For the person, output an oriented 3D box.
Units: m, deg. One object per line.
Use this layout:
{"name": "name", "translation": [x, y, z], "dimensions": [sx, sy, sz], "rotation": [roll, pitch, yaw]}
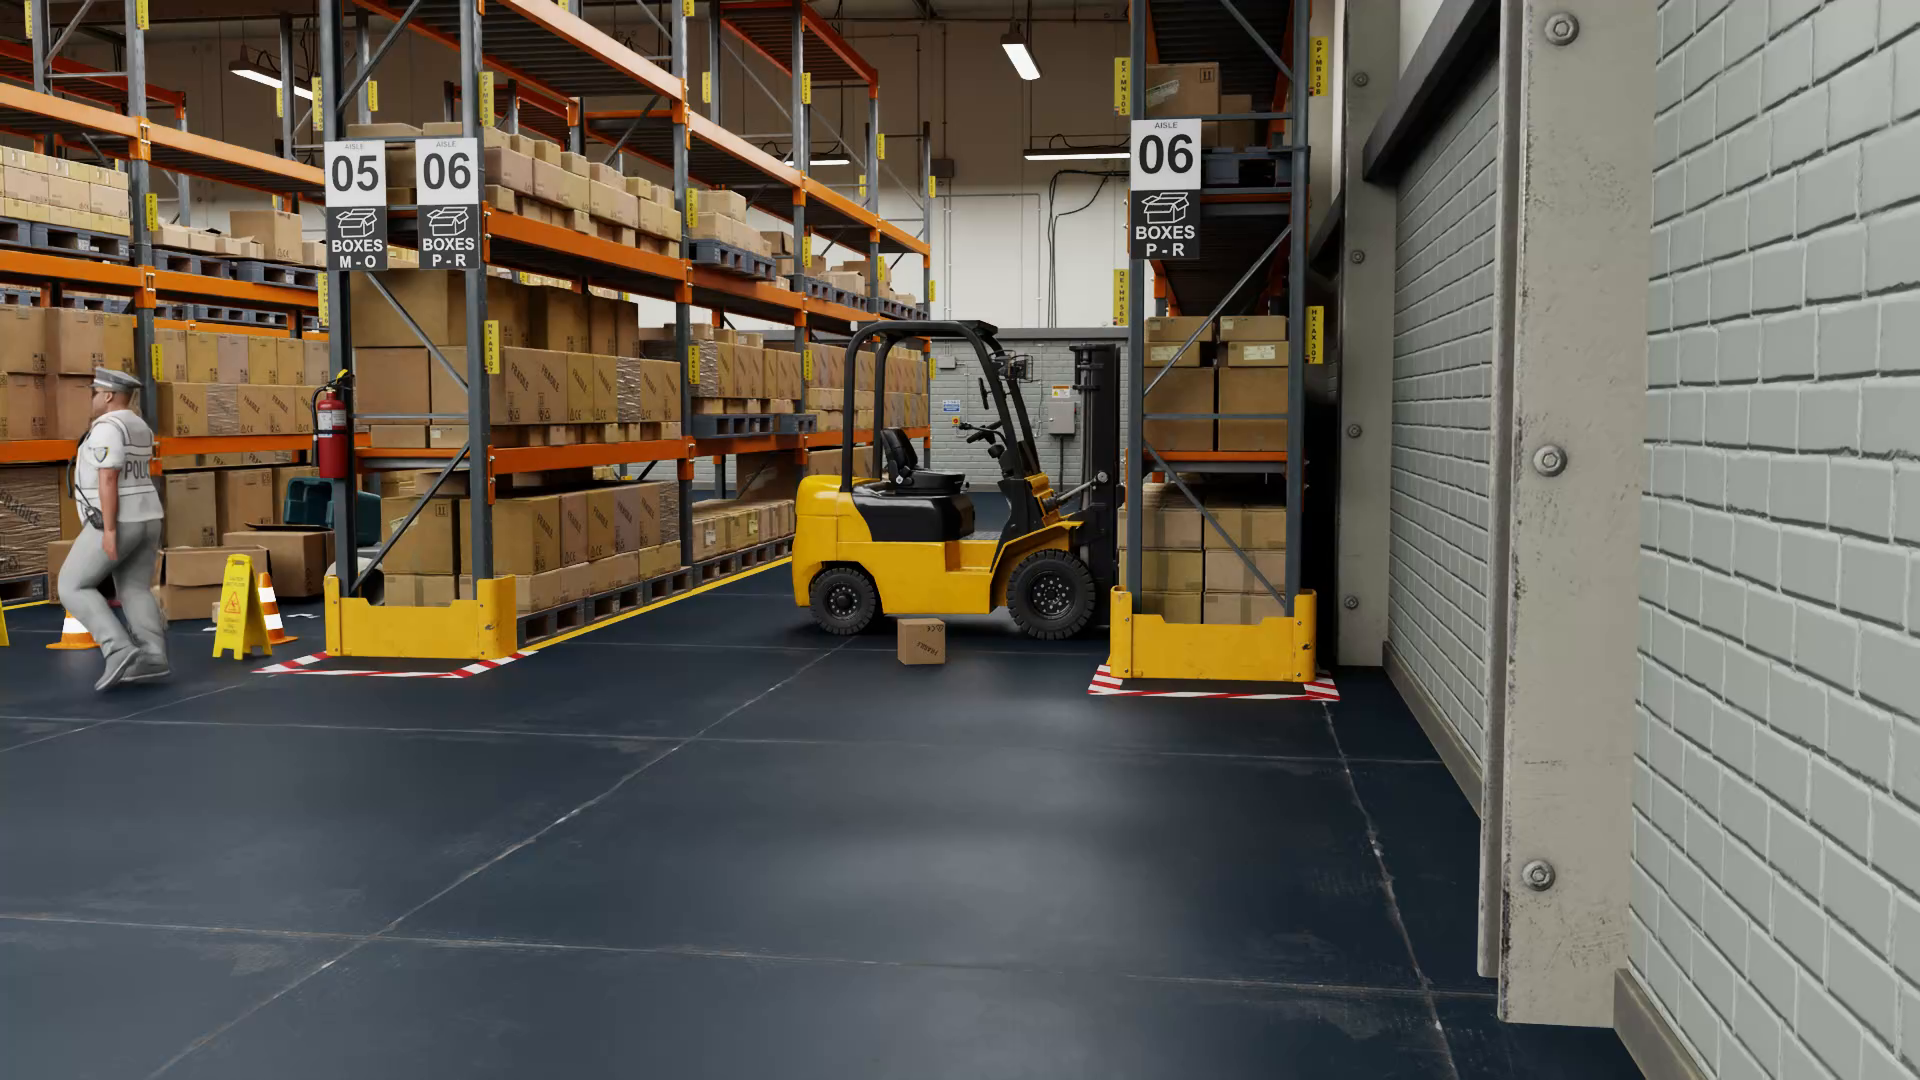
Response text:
{"name": "person", "translation": [-4.712, -0.065, 9.264], "dimensions": [0.489, 1.803, 0.542], "rotation": [0, 4, 2]}
